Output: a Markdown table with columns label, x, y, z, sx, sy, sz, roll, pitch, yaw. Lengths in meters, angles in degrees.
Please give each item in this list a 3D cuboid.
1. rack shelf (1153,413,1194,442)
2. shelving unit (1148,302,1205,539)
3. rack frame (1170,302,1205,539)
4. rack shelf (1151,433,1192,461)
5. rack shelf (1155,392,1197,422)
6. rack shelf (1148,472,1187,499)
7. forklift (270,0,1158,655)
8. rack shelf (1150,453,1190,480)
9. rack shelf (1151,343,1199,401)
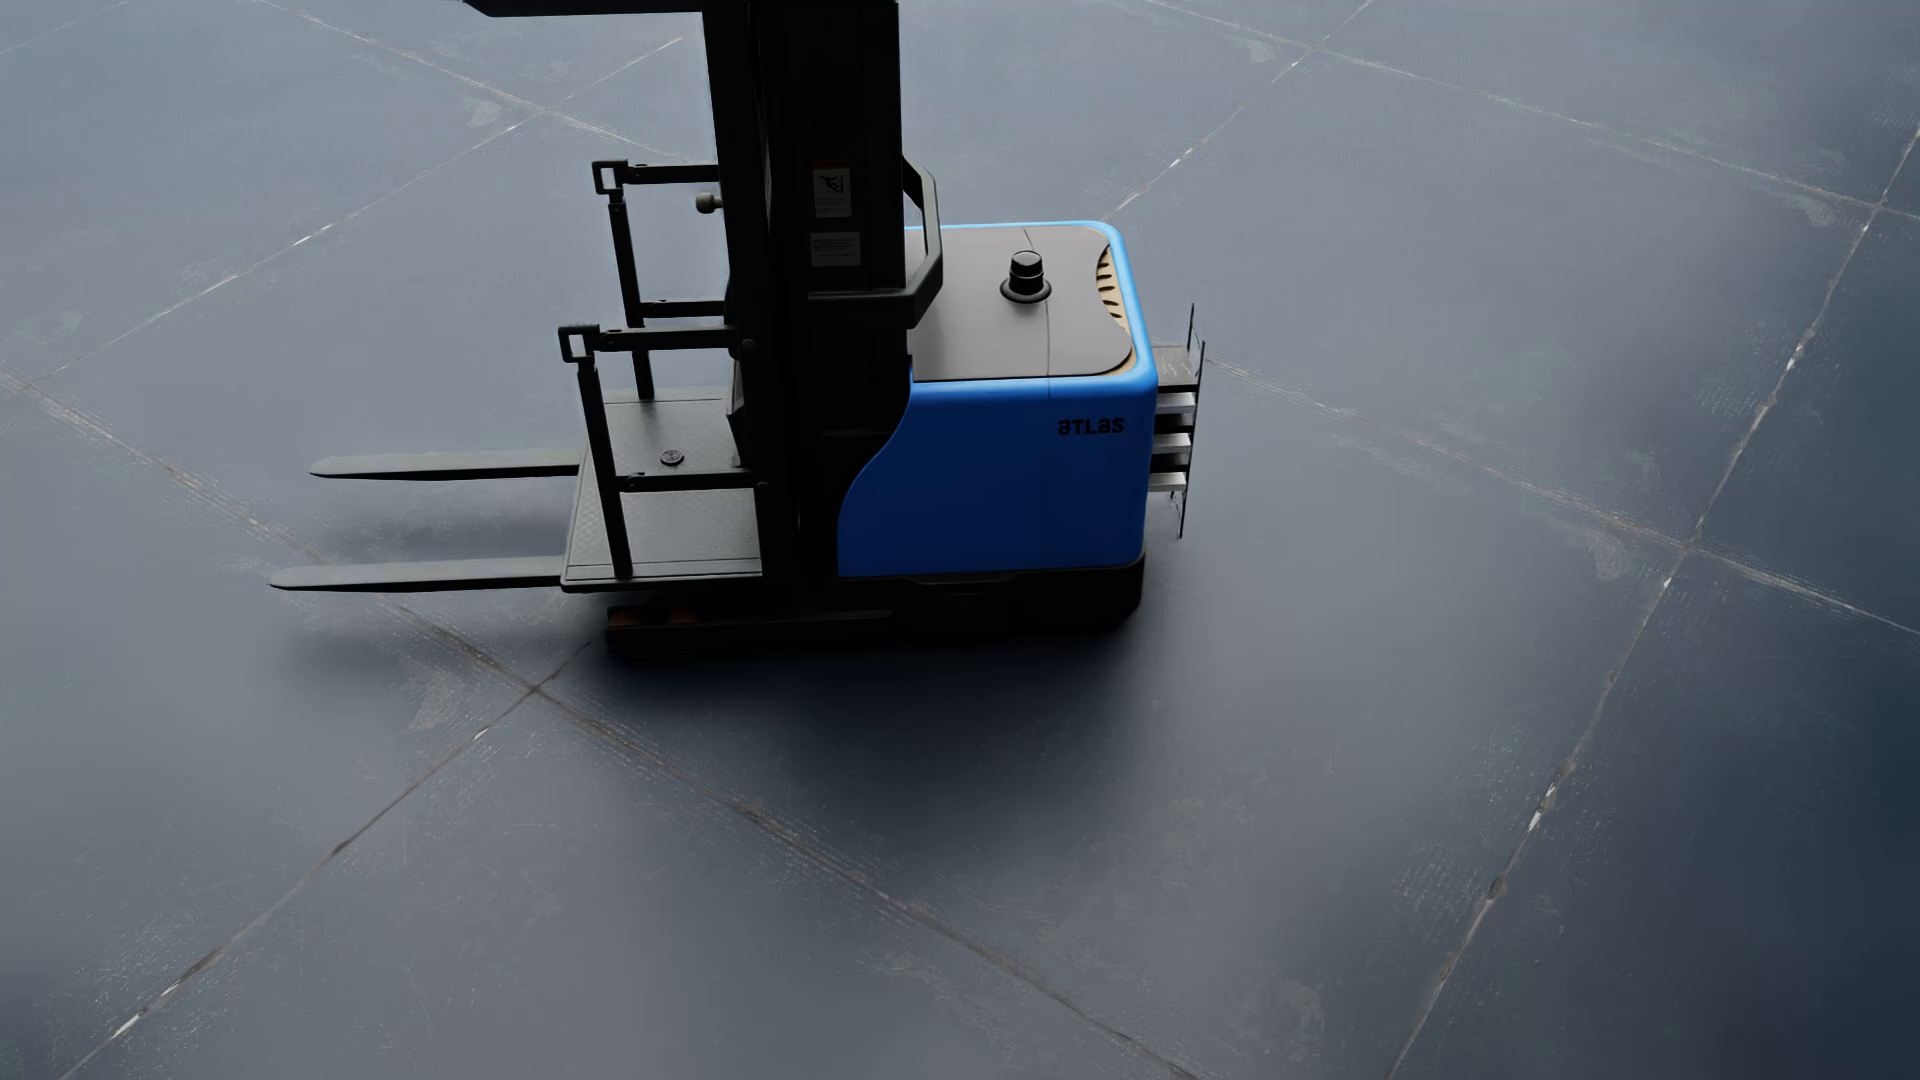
| label | x | y | z | sx | sy | sz | roll | pitch | yaw |
| --- | --- | --- | --- | --- | --- | --- | --- | --- | --- |
| rack shelf | 0.722 | -0.458 | 6.002 | 0.200 | 0.077 | 0.258 | -2 | 42 | -3 |
| shelving unit | 0.722 | -0.415 | 6.039 | 0.210 | 0.900 | 0.258 | -2 | 42 | -3 |
| rack frame | 0.824 | -0.420 | 6.044 | 0.006 | 0.900 | 0.240 | -2 | 42 | -3 |
| rack shelf | 0.722 | -0.391 | 6.062 | 0.200 | 0.077 | 0.258 | -2 | 42 | -3 |
| rack shelf | 0.722 | -0.525 | 5.942 | 0.200 | 0.077 | 0.258 | -2 | 42 | -3 |
| rack shelf | 0.722 | -0.256 | 6.182 | 0.200 | 0.077 | 0.258 | -2 | 42 | -3 |
| forklift | -0.895 | -1.055 | 5.231 | 3.031 | 2.935 | 1.130 | -2 | 42 | -3 |
| rack shelf | 0.722 | -0.323 | 6.122 | 0.200 | 0.077 | 0.258 | -2 | 42 | -3 |
| rack shelf | 0.722 | -0.592 | 5.882 | 0.200 | 0.077 | 0.258 | -2 | 42 | -3 |
